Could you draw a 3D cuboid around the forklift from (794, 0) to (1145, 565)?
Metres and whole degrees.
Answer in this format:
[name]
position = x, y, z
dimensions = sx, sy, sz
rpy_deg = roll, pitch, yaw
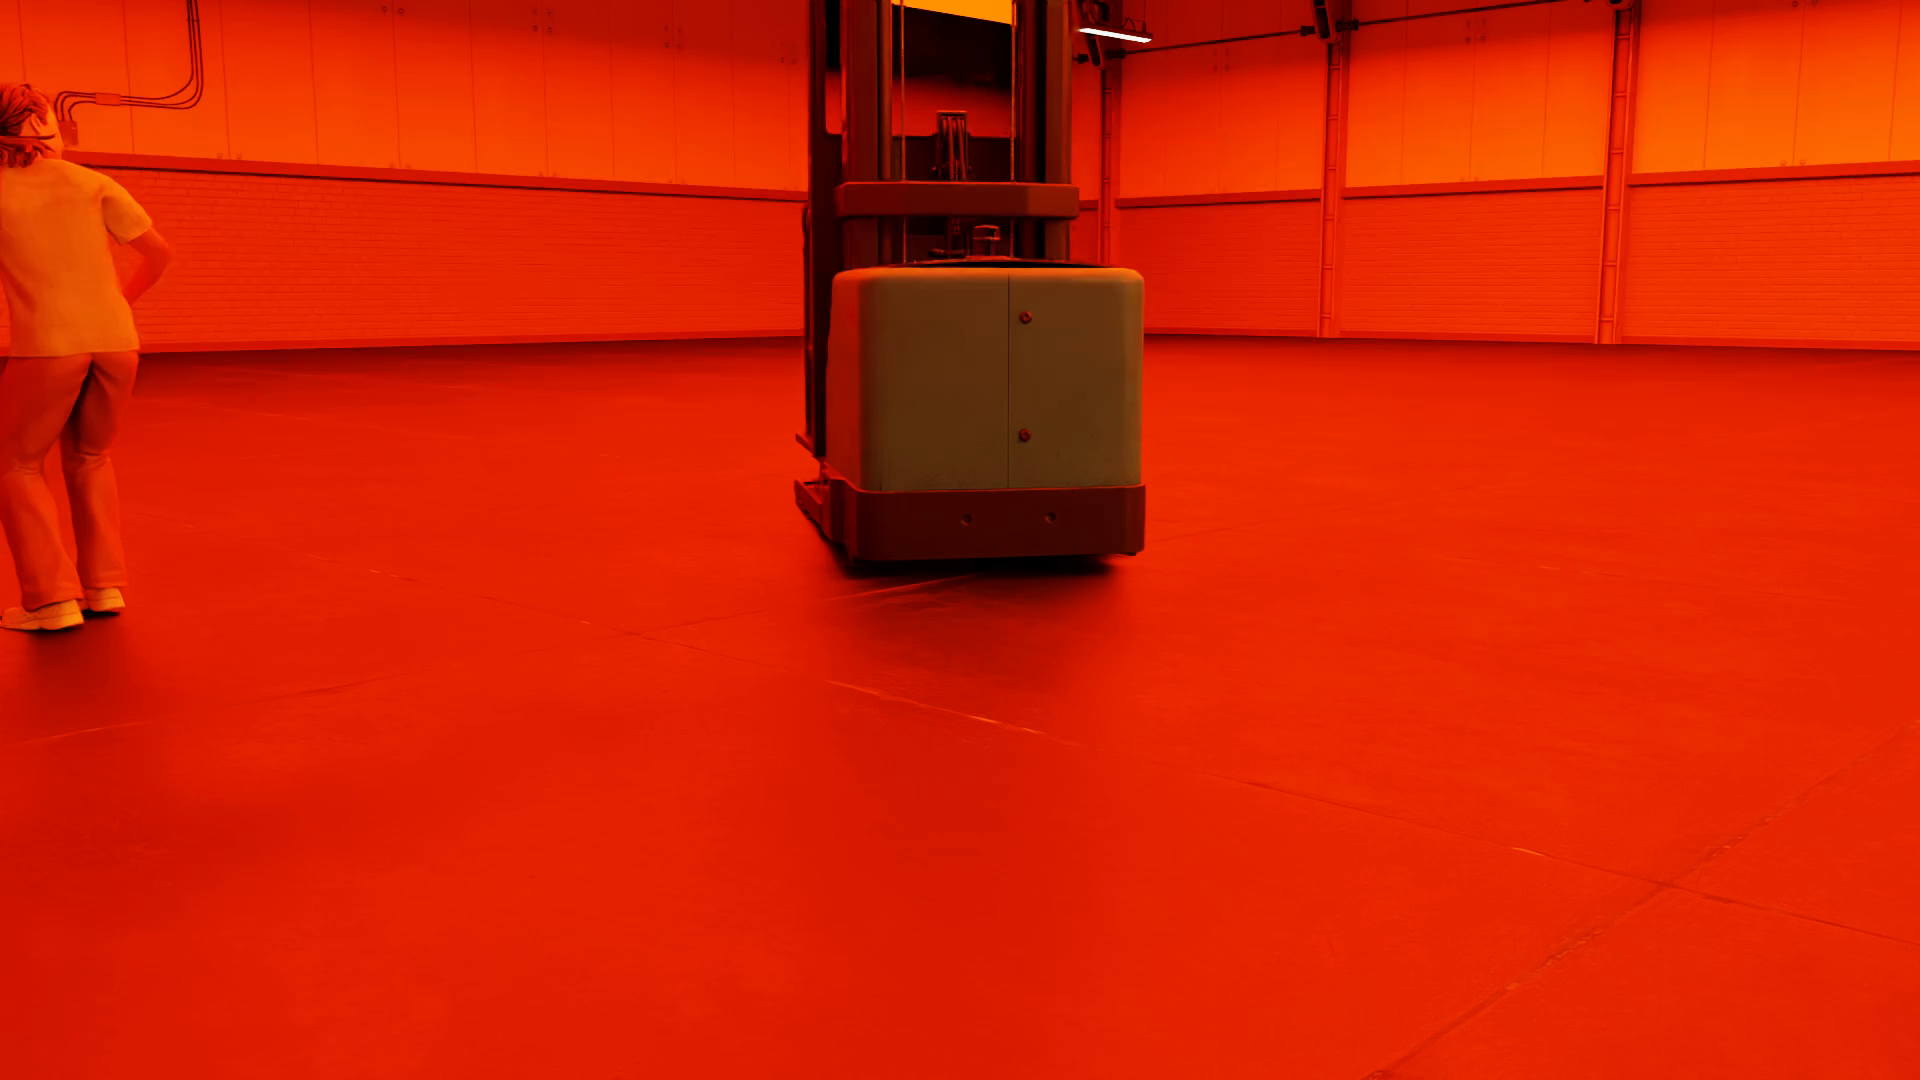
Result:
[forklift]
position = -0.131, -1.538, 7.091
dimensions = 1.130, 2.935, 3.031
rpy_deg = -2, 9, -11

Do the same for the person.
[person]
position = -2.753, -0.543, 4.998
dimensions = 0.477, 1.618, 0.687
rpy_deg = 8, 12, 44
